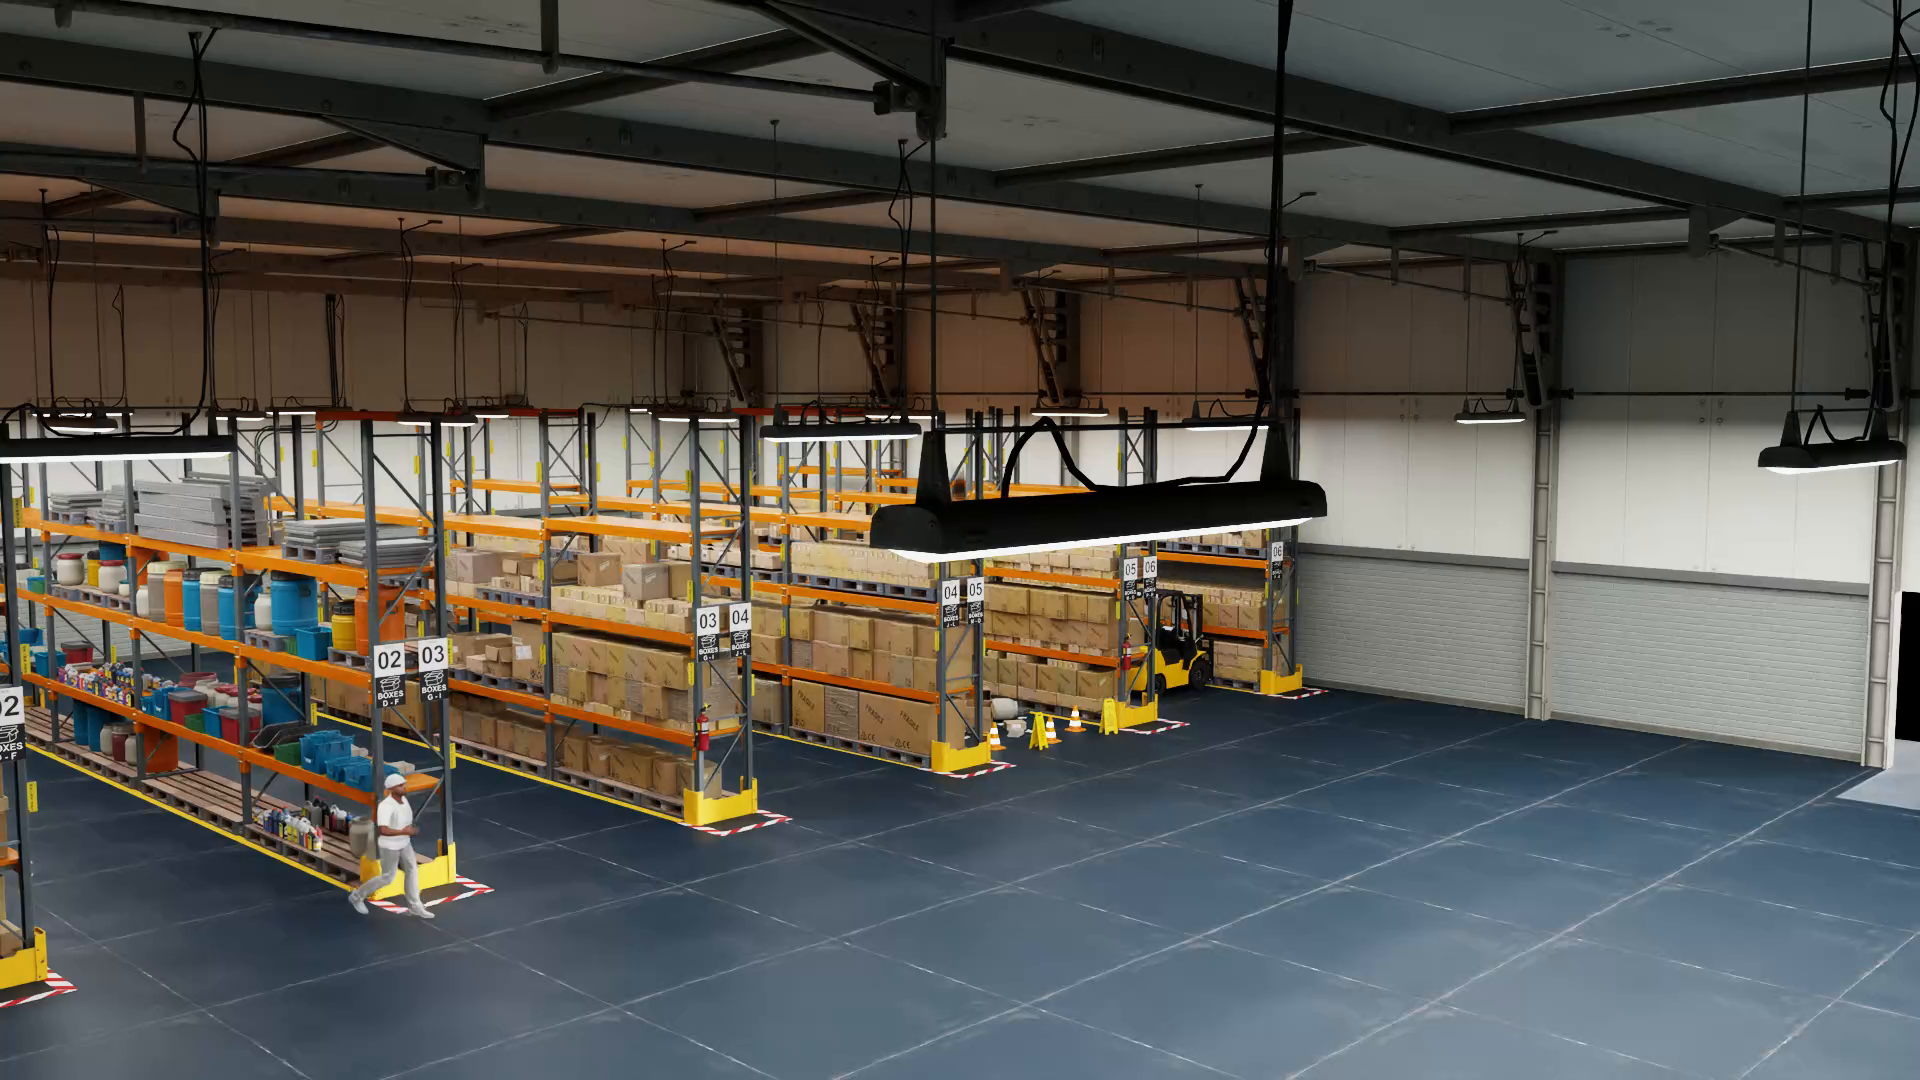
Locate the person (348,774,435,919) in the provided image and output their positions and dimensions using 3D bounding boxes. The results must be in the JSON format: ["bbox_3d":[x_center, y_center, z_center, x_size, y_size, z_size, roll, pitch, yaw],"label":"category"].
[{"bbox_3d":[-6.829,3.678,19.984,0.980,1.772,0.710,1,5,6],"label":"person"}]
